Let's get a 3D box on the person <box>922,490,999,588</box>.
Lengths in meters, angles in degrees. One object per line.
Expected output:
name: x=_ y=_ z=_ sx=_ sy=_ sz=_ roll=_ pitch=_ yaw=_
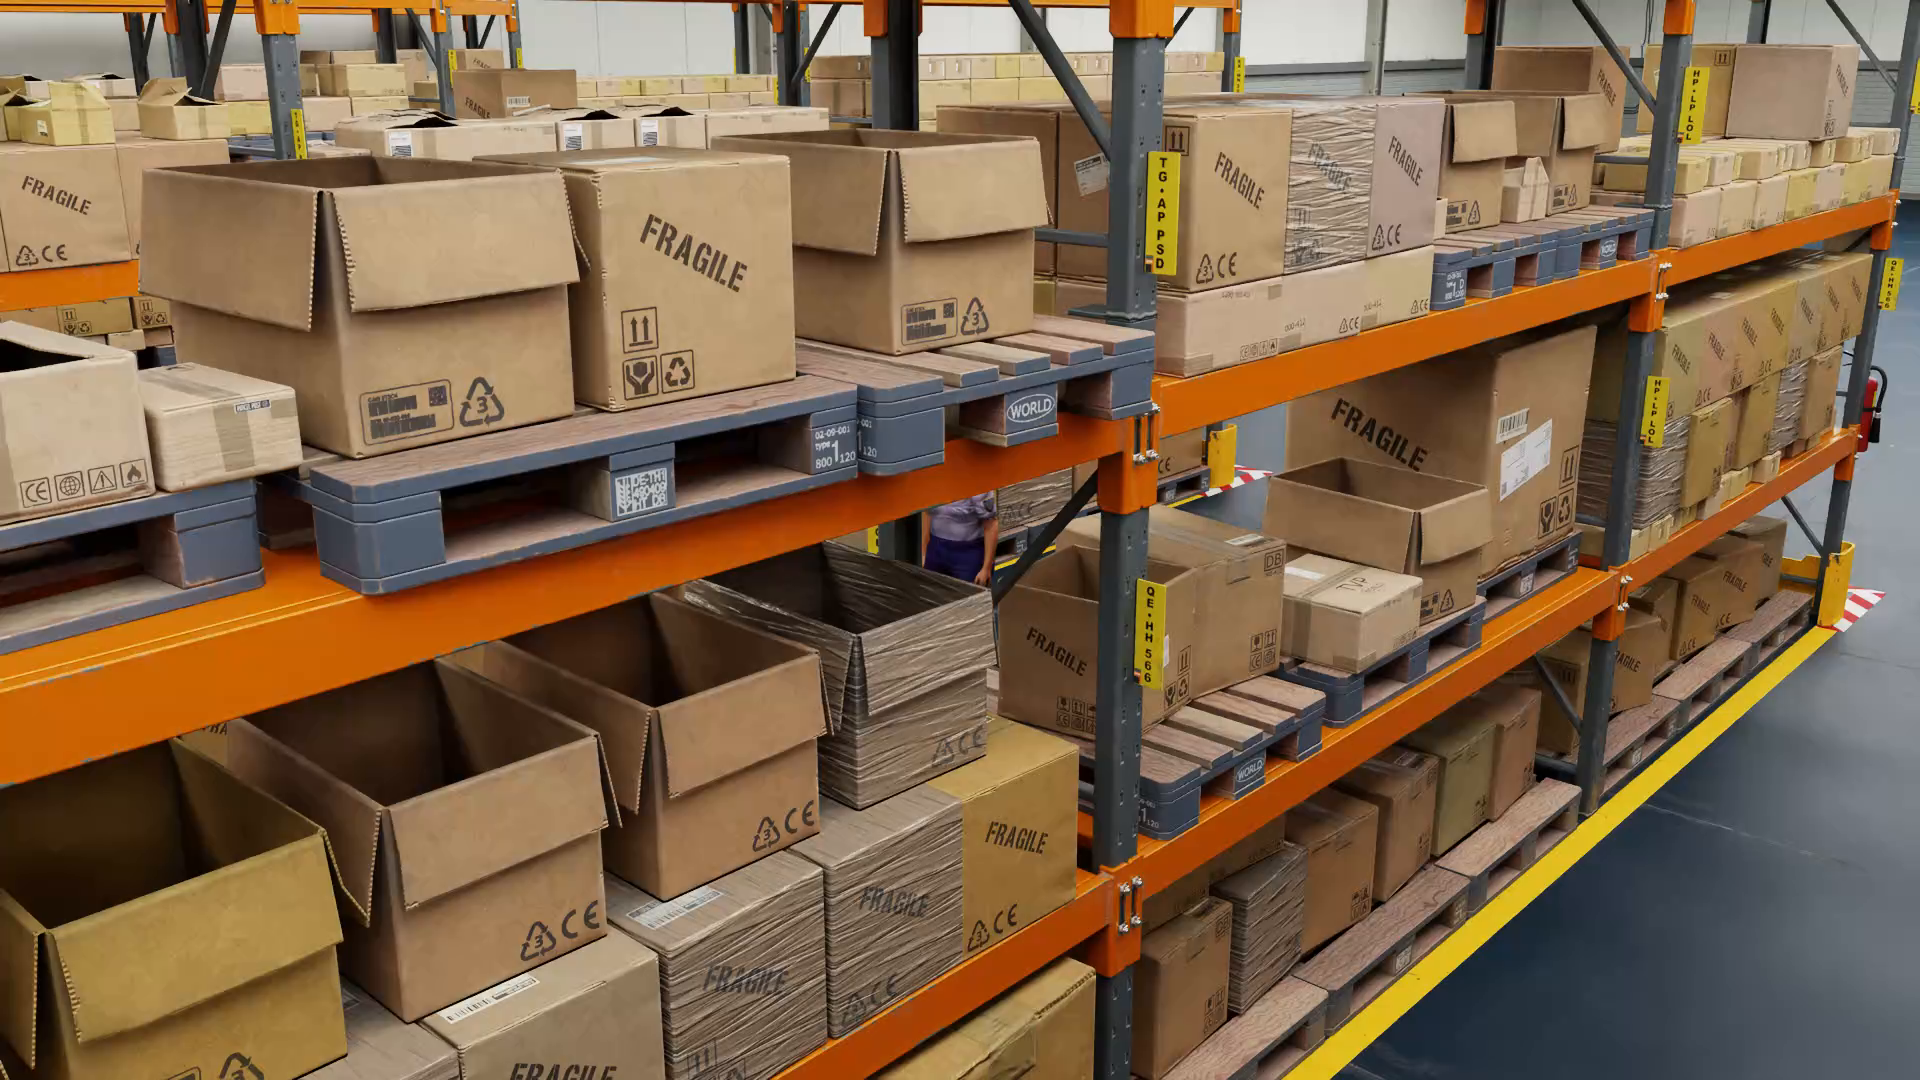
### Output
person: x=-0.031 y=0.132 z=9.628 sx=0.555 sy=1.650 sz=0.370 roll=13 pitch=21 yaw=36
